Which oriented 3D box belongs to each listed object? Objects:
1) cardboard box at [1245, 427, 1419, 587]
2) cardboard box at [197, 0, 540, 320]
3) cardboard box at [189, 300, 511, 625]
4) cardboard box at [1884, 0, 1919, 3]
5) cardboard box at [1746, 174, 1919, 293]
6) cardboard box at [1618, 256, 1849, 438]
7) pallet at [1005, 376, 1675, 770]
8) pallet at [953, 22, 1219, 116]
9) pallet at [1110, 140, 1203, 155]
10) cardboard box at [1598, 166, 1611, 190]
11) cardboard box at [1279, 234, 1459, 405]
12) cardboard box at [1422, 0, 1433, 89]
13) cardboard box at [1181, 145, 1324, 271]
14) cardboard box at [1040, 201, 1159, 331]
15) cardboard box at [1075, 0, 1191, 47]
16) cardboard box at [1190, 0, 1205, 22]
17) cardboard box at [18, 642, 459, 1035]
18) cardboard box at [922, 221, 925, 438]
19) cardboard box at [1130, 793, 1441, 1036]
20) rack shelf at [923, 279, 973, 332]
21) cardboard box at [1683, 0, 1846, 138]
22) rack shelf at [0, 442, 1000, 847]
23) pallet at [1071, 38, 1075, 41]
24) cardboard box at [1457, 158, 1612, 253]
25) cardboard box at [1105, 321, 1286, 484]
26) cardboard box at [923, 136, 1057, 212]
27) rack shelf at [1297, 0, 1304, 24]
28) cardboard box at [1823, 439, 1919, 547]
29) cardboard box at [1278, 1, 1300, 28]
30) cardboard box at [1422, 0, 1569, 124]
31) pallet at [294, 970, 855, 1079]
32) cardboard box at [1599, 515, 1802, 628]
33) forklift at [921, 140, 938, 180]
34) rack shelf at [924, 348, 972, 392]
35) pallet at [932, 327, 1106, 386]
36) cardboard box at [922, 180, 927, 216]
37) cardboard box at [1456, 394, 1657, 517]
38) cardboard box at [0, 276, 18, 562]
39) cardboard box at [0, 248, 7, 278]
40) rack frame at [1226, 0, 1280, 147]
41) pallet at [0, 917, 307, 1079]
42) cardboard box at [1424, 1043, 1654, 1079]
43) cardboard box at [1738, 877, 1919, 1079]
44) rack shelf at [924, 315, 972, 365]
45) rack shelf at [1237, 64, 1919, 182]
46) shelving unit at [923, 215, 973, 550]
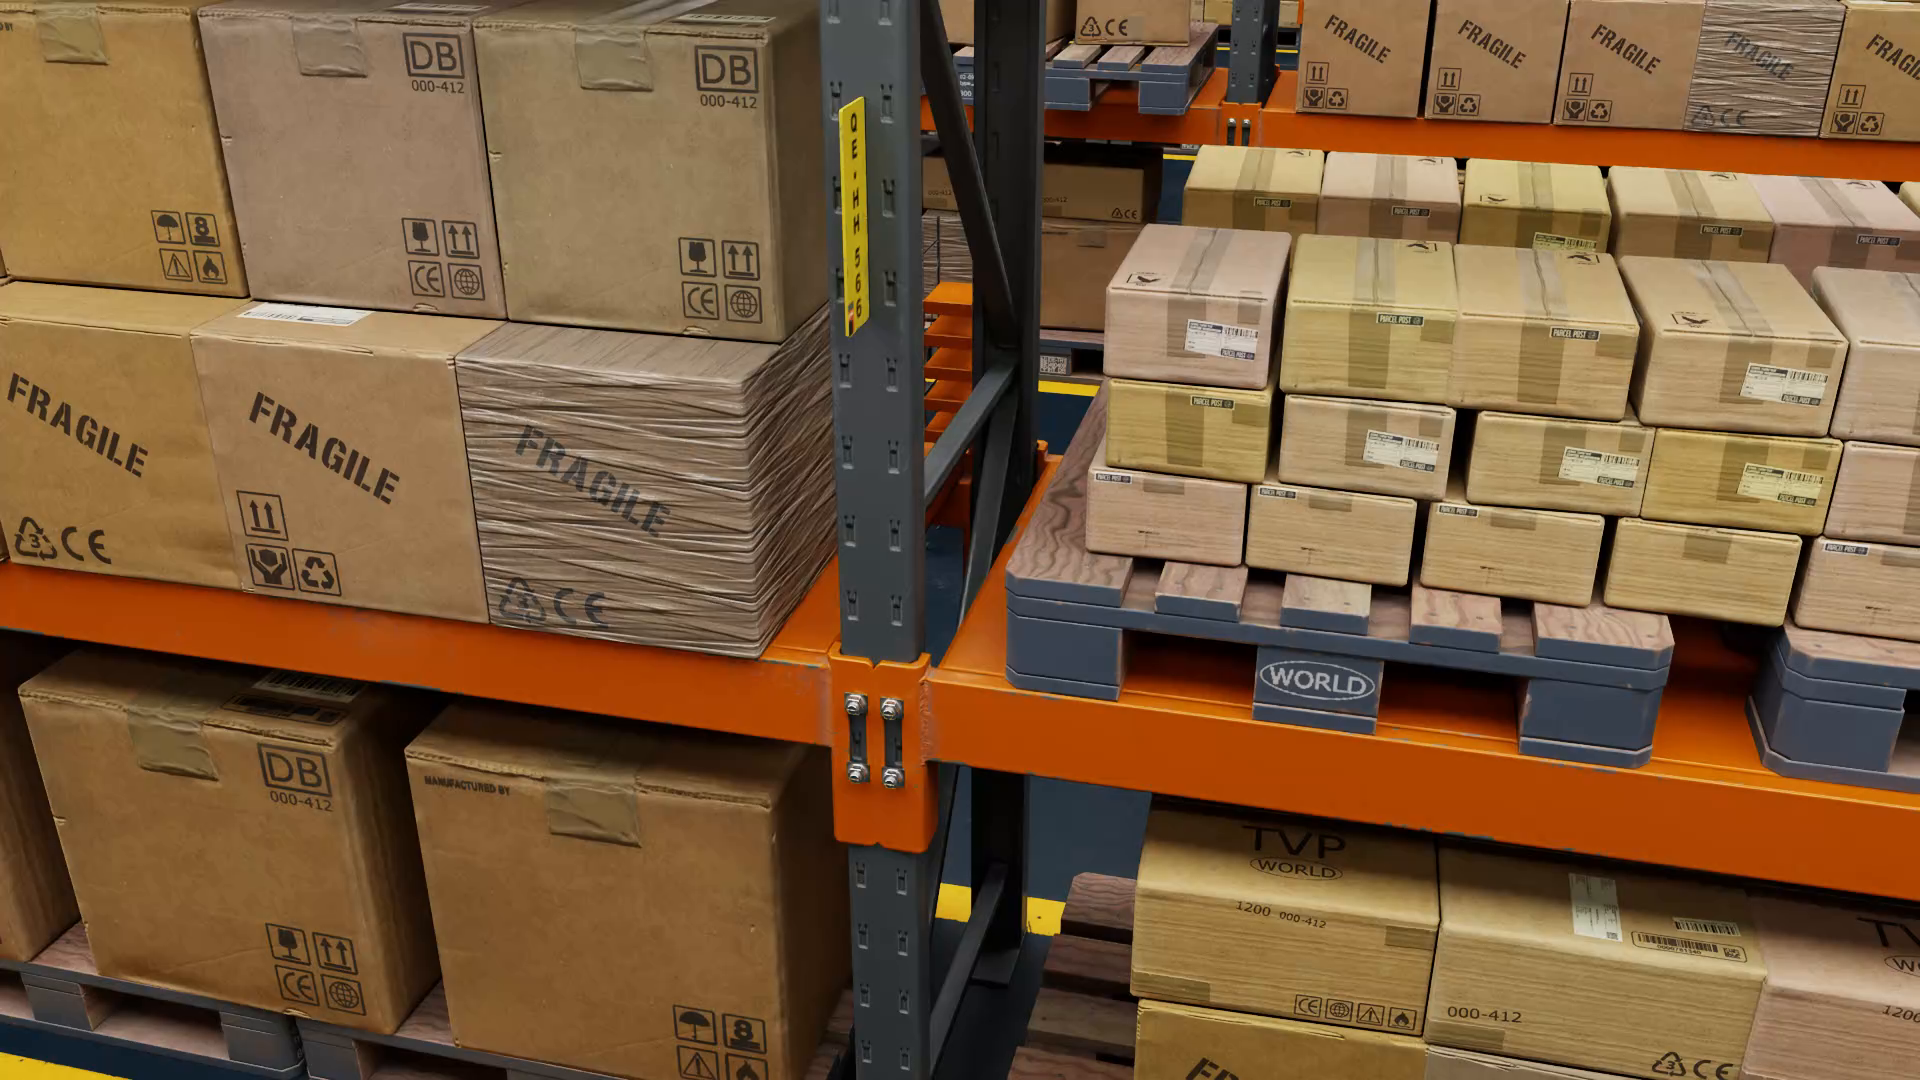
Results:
[{"bbox_3d":[0.628,-0.084,2.741,0.250,0.149,0.380,8,26,16],"label":"cardboard box"},{"bbox_3d":[-0.938,-0.771,3.100,0.500,0.500,0.700,6,26,12],"label":"cardboard box"},{"bbox_3d":[-1.001,-0.204,3.073,0.500,0.500,0.500,6,26,13],"label":"cardboard box"},{"bbox_3d":[3.909,-2.436,6.593,0.637,0.503,0.797,7,26,14],"label":"cardboard box"},{"bbox_3d":[1.561,-0.541,3.008,0.250,0.149,0.380,6,26,13],"label":"cardboard box"},{"bbox_3d":[1.138,-0.299,2.500,0.250,0.149,0.380,5,26,11],"label":"cardboard box"},{"bbox_3d":[0.701,-0.050,3.089,1.003,0.211,1.213,6,26,13],"label":"pallet"},{"bbox_3d":[0.601,-2.168,7.537,1.003,0.211,1.213,6,26,13],"label":"pallet"},{"bbox_3d":[1.811,-3.125,12.568,1.213,0.211,1.003,6,26,13],"label":"pallet"},{"bbox_3d":[2.842,-1.272,7.415,0.875,0.875,1.225,6,26,13],"label":"cardboard box"},{"bbox_3d":[0.645,-0.356,2.619,0.250,0.149,0.380,6,26,12],"label":"cardboard box"},{"bbox_3d":[2.339,-2.262,7.396,0.500,0.500,0.500,6,26,13],"label":"cardboard box"},{"bbox_3d":[0.574,-0.652,3.241,0.250,0.149,0.380,5,26,11],"label":"cardboard box"},{"bbox_3d":[0.664,-1.356,8.005,0.500,0.500,0.700,5,26,10],"label":"cardboard box"},{"bbox_3d":[0.785,-2.499,7.404,0.500,0.500,0.500,3,26,7],"label":"cardboard box"},{"bbox_3d":[2.232,-5.358,16.725,0.500,0.250,0.500,7,26,14],"label":"cardboard box"},{"bbox_3d":[-1.430,0.463,3.917,0.750,0.750,1.050,7,26,14],"label":"cardboard box"},{"bbox_3d":[-0.383,-0.374,3.430,0.500,0.500,0.500,7,26,14],"label":"cardboard box"},{"bbox_3d":[0.592,0.606,3.034,0.500,0.250,0.500,5,26,11],"label":"cardboard box"},{"bbox_3d":[-0.014,-0.828,5.860,0.180,0.103,0.258,6,26,13],"label":"rack shelf"},{"bbox_3d":[3.202,-1.940,6.720,0.500,0.500,0.500,6,26,13],"label":"cardboard box"},{"bbox_3d":[-1.952,-0.058,3.719,4.000,0.370,1.077,6,26,13],"label":"rack shelf"},{"bbox_3d":[1.823,-5.323,17.186,1.213,0.211,1.003,6,26,13],"label":"pallet"},{"bbox_3d":[1.070,-0.596,3.124,0.250,0.149,0.380,7,26,15],"label":"cardboard box"},{"bbox_3d":[0.403,-0.244,2.730,0.250,0.149,0.380,7,26,15],"label":"cardboard box"},{"bbox_3d":[0.145,-1.743,7.945,0.500,0.250,0.500,9,27,19],"label":"cardboard box"},{"bbox_3d":[0.614,-4.174,12.365,4.000,0.370,1.077,6,26,13],"label":"rack shelf"},{"bbox_3d":[1.411,-0.134,2.501,0.250,0.149,0.380,6,26,13],"label":"cardboard box"},{"bbox_3d":[3.218,-5.249,16.497,0.500,0.250,0.500,7,26,14],"label":"cardboard box"},{"bbox_3d":[2.221,-2.048,6.946,0.500,0.500,0.500,6,26,12],"label":"cardboard box"},{"bbox_3d":[-0.760,0.975,3.957,1.213,0.211,1.003,6,26,13],"label":"pallet"},{"bbox_3d":[1.151,-0.027,2.621,0.250,0.149,0.380,8,26,15],"label":"cardboard box"},{"bbox_3d":[-0.739,-3.448,10.082,3.031,2.935,1.130,7,26,14],"label":"forklift"},{"bbox_3d":[-0.014,-0.612,5.963,0.180,0.103,0.258,6,26,13],"label":"rack shelf"},{"bbox_3d":[0.561,-1.048,8.205,1.213,0.211,1.003,6,26,13],"label":"pallet"},{"bbox_3d":[-0.427,-1.468,8.240,0.500,0.500,0.700,9,27,17],"label":"cardboard box"},{"bbox_3d":[0.925,-0.188,2.614,0.250,0.149,0.380,5,26,11],"label":"cardboard box"},{"bbox_3d":[-1.983,-0.311,3.297,0.500,0.500,0.500,7,26,14],"label":"cardboard box"},{"bbox_3d":[-1.930,-0.880,3.329,0.500,0.500,0.700,6,26,12],"label":"cardboard box"},{"bbox_3d":[1.318,-2.223,7.429,0.127,3.000,1.000,6,26,13],"label":"rack frame"},{"bbox_3d":[-1.938,0.843,4.233,1.213,0.211,1.003,6,26,13],"label":"pallet"},{"bbox_3d":[1.094,1.005,3.069,0.500,0.500,0.500,7,26,14],"label":"cardboard box"},{"bbox_3d":[1.559,0.719,2.797,0.500,0.250,0.500,7,26,13],"label":"cardboard box"},{"bbox_3d":[-0.014,-0.720,5.911,0.180,0.103,0.258,6,26,13],"label":"rack shelf"},{"bbox_3d":[3.255,-1.684,7.134,4.000,0.370,1.077,6,26,13],"label":"rack shelf"},{"bbox_3d":[-0.014,-0.543,5.995,0.189,1.200,0.258,6,26,13],"label":"shelving unit"}]
